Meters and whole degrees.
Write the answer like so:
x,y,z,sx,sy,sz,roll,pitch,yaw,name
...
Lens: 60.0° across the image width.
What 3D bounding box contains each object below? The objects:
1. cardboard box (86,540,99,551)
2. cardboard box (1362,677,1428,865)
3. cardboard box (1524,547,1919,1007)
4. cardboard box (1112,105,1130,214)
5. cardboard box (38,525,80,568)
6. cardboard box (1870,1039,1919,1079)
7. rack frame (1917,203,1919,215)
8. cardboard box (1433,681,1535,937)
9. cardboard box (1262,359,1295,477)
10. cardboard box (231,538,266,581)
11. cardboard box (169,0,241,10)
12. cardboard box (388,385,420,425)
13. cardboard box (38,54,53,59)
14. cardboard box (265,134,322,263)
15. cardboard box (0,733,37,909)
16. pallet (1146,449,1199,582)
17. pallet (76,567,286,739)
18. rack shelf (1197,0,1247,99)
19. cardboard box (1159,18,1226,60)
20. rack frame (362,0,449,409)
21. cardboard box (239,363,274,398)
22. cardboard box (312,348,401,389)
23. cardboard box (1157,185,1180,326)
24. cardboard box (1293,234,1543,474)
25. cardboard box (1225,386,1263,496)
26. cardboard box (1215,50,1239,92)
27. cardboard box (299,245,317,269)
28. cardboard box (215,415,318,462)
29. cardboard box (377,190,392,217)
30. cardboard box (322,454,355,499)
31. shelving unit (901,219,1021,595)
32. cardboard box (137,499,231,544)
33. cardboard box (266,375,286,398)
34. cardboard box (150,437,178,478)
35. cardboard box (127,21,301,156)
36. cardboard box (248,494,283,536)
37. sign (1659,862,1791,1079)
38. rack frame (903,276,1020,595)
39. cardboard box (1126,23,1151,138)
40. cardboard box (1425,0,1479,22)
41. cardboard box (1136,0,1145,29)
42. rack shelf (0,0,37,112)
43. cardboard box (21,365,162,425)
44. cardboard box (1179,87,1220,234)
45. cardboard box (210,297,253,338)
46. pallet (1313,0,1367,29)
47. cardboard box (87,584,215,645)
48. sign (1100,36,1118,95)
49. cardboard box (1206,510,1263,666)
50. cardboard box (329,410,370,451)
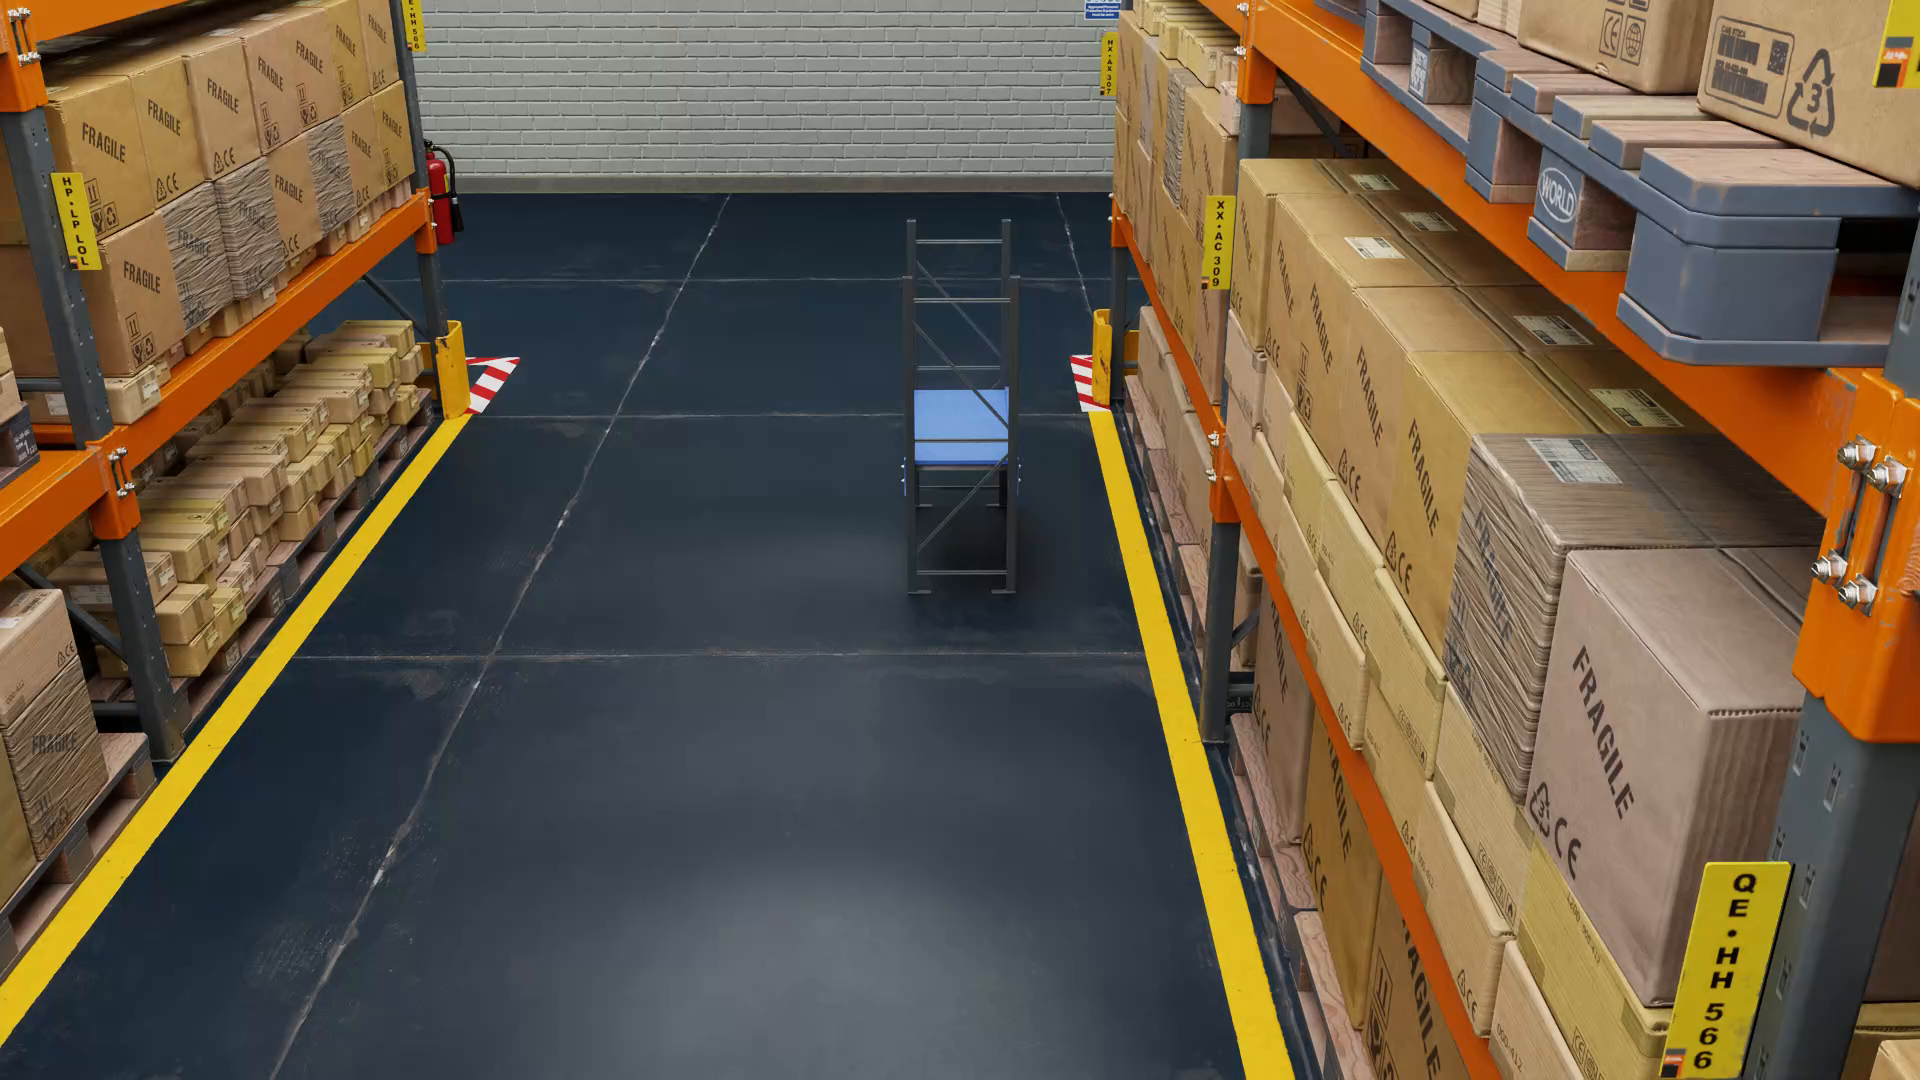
x,y,z,sx,sy,sz,roll,pitch,yaw,name
-3.862,0.091,6.997,0.380,0.149,0.250,-1,24,-2,cardboard box
1.212,0.497,3.693,0.500,0.250,0.500,0,24,-1,cardboard box
1.220,0.341,2.522,0.500,0.500,0.500,-1,24,-2,cardboard box
1.118,-2.089,9.108,0.500,0.500,0.500,0,24,-1,cardboard box
-3.812,0.056,6.715,0.380,0.149,0.250,0,24,0,cardboard box
1.261,0.868,1.699,0.500,0.500,0.500,-1,24,-2,cardboard box
1.487,-1.680,1.044,1.000,3.000,0.127,0,24,-1,rack frame
1.219,0.485,3.114,0.500,0.250,0.500,-1,24,-2,cardboard box
1.200,-0.356,4.974,0.500,0.250,0.500,0,24,0,cardboard box
-3.298,0.109,7.318,0.380,0.149,0.250,-1,24,-2,cardboard box
-3.797,-2.421,8.268,0.500,0.500,0.500,0,24,1,cardboard box
-3.230,-0.750,9.217,0.380,0.149,0.250,0,24,1,cardboard box
-3.791,-1.573,6.391,0.500,0.500,0.500,-1,24,-2,cardboard box
-3.276,-1.549,7.553,0.500,0.500,0.500,1,24,2,cardboard box
-3.240,0.932,5.072,0.500,0.500,0.500,-1,24,-2,cardboard box
1.497,-0.141,8.307,1.003,0.211,1.213,0,24,-1,pallet
-3.548,0.464,6.969,1.003,0.211,1.213,0,24,-1,pallet
1.422,-2.457,7.276,1.077,0.370,4.000,0,24,-1,rack shelf
1.102,-2.253,7.469,0.380,0.149,0.250,-1,24,-2,cardboard box
-3.549,-2.179,9.427,1.000,3.000,0.127,0,24,-1,rack frame
-3.799,-0.805,8.619,0.380,0.149,0.250,-1,24,-3,cardboard box
-3.214,-0.915,8.862,0.380,0.149,0.250,-1,24,-2,cardboard box
1.152,-1.249,7.250,0.500,0.500,0.500,-1,24,-1,cardboard box
1.197,-0.497,4.373,0.500,0.500,0.500,-1,24,-2,cardboard box
1.185,-0.344,5.552,0.500,0.250,0.500,-1,24,-2,cardboard box
1.214,-1.833,6.540,0.380,0.149,0.250,0,24,-1,cardboard box
-3.336,-1.400,8.010,0.380,0.149,0.250,-1,24,-3,cardboard box
-3.293,-0.481,7.901,0.380,0.149,0.250,0,24,0,cardboard box
-3.297,-1.829,8.958,0.380,0.149,0.250,0,24,-1,cardboard box
-3.249,-0.321,8.270,0.380,0.149,0.250,0,24,0,cardboard box
0.001,-0.648,7.863,0.538,1.500,1.048,0,24,-1,shelving unit
-3.297,-0.055,6.959,0.380,0.149,0.250,-1,24,-1,cardboard box
-3.762,-0.776,8.915,0.380,0.149,0.250,0,24,0,cardboard box
-3.857,-0.376,7.670,0.380,0.149,0.250,-1,24,-2,cardboard box
-3.266,-1.987,7.308,0.500,0.500,0.500,-1,24,-2,cardboard box
-3.300,-0.138,7.504,0.380,0.149,0.250,1,24,2,cardboard box
0.932,0.530,2.033,0.100,0.325,0.005,0,24,-1,sign
0.006,-0.439,7.400,0.500,1.500,0.032,0,24,-1,rack frame
1.133,-2.332,8.431,0.500,0.500,0.500,-1,24,-2,cardboard box
1.178,-1.275,3.157,0.500,0.500,0.500,0,24,0,cardboard box
1.089,-2.676,8.406,0.380,0.149,0.250,0,24,1,cardboard box
-3.483,-0.745,3.491,1.077,0.370,4.000,0,24,-1,rack shelf
-3.181,-0.534,6.096,0.380,0.149,0.250,1,24,1,cardboard box
1.165,-1.498,6.587,0.500,0.500,0.500,-1,24,-1,cardboard box
-3.248,-0.966,7.051,0.380,0.149,0.250,0,24,0,cardboard box
1.503,-1.496,4.511,0.805,0.209,1.217,-1,24,-3,pallet
-3.189,0.291,6.556,0.380,0.149,0.250,1,24,2,cardboard box
0.845,-2.673,9.374,0.100,0.325,0.005,0,24,-1,sign
1.544,0.123,6.939,0.875,0.438,0.875,-1,24,-1,cardboard box
-3.231,-0.563,8.444,0.380,0.149,0.250,0,24,0,cardboard box
